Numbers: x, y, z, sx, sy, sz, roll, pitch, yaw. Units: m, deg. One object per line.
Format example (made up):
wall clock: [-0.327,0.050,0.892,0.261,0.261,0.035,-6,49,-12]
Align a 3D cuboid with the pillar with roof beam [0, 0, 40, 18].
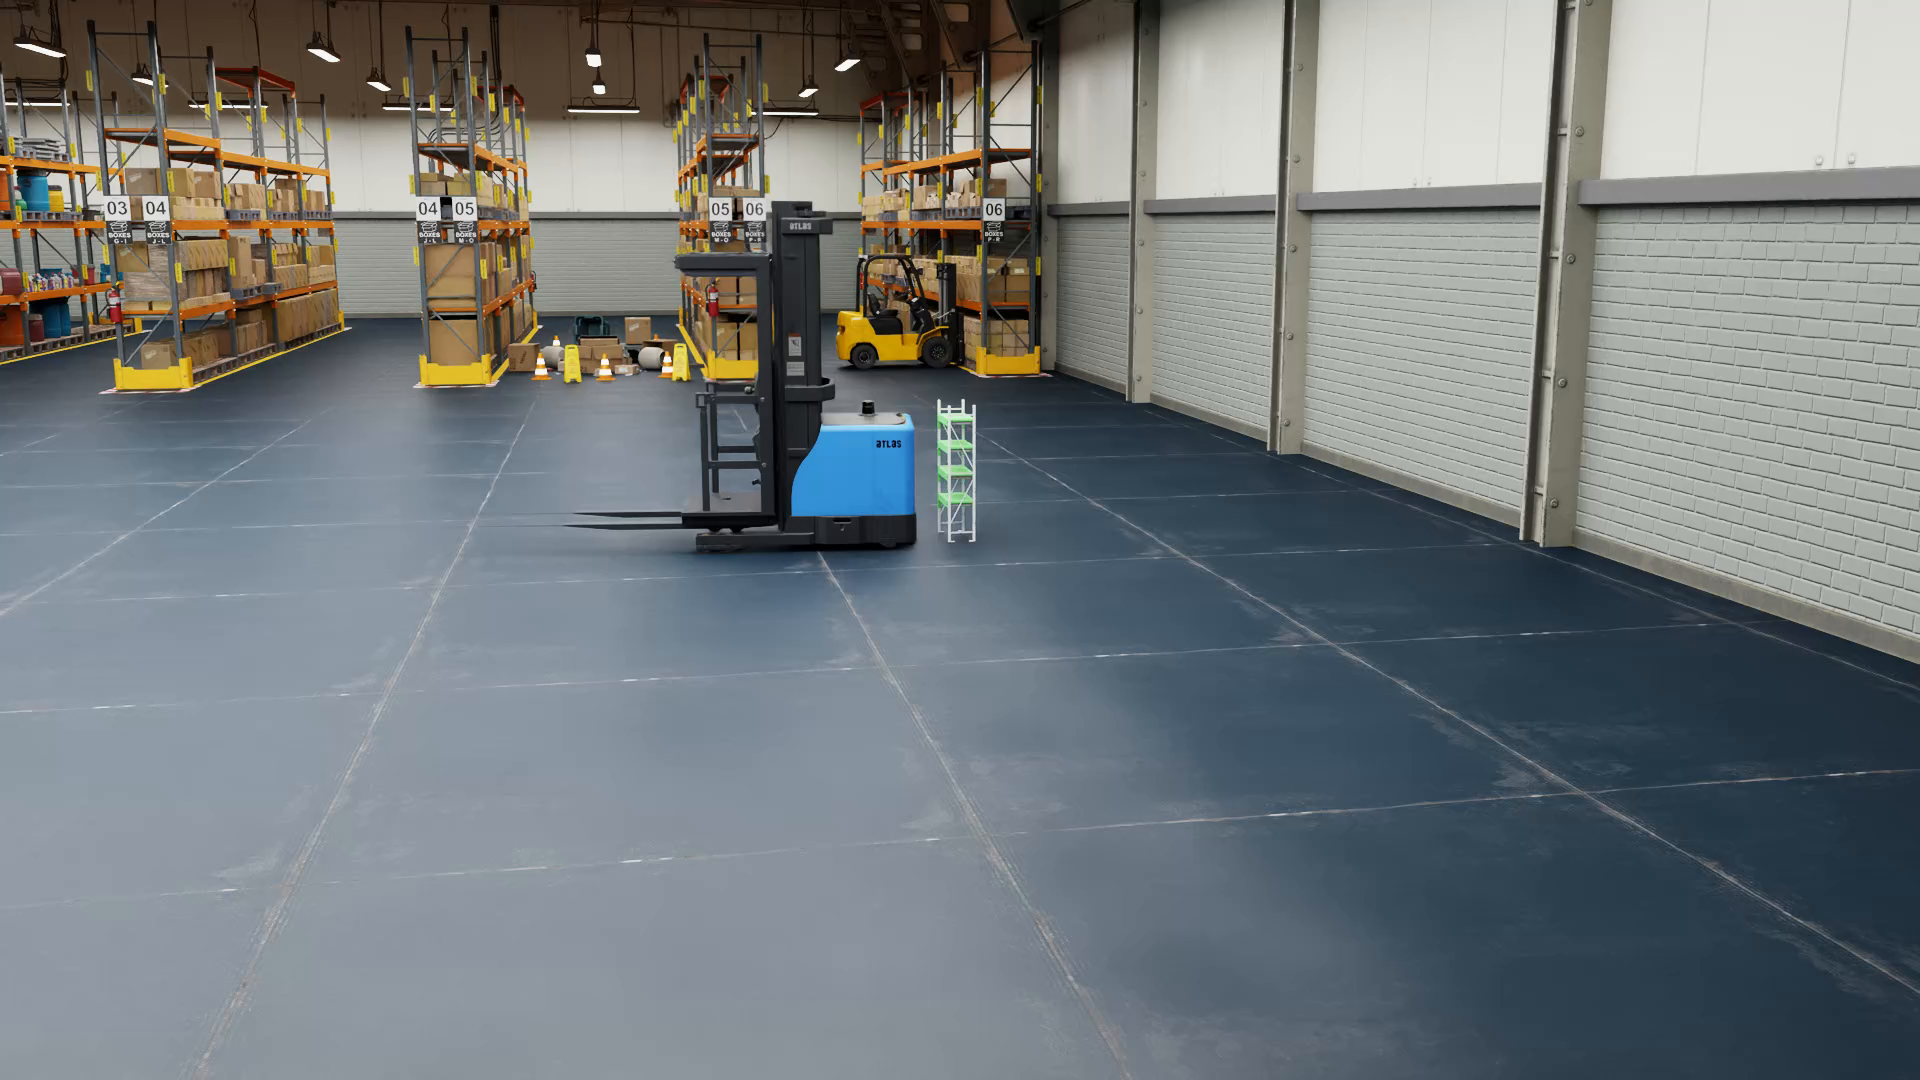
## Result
pillar with roof beam: [-28.530,-10.014,43.241,9.100,9.000,0.548,-2,11,-11]

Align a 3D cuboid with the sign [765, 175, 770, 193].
sign: [-3.438,-6.335,29.599,0.100,0.325,0.005,-2,11,-11]

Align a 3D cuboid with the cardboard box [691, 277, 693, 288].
cardboard box: [-5.879,-5.890,38.018,0.500,0.250,0.500,-3,11,-13]

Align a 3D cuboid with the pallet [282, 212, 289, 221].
pallet: [-15.644,-7.221,37.098,1.003,0.211,1.213,-2,11,-8]

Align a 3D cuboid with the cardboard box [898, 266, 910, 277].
cardboard box: [-1.181,-6.375,39.448,0.500,0.250,0.500,-3,11,-14]

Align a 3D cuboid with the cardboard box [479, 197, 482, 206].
cardboard box: [-8.657,-5.987,29.388,0.380,0.149,0.250,-2,11,-11]

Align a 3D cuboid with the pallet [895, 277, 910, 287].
pallet: [-0.859,-6.089,39.176,1.213,0.211,1.003,-2,11,-11]

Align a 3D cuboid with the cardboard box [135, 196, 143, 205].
cardboard box: [-13.987,-5.740,28.142,0.380,0.149,0.250,-2,11,-13]

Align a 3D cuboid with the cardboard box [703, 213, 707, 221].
cardboard box: [-4.656,-6.098,31.363,0.380,0.149,0.250,-2,11,-12]

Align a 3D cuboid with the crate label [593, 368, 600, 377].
crate label: [-6.556,-3.078,30.499,0.250,0.136,0.298,-9,14,-40]

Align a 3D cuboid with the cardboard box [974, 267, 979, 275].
cardboard box: [0.477,-5.061,31.261,0.380,0.149,0.250,-2,11,-10]

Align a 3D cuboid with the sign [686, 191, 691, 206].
sign: [-6.072,-7.628,37.132,0.100,0.325,0.005,-2,11,-11]

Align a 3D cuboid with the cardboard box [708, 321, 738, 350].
cardboard box: [-4.382,-3.774,30.728,0.500,0.500,0.500,-2,11,-11]

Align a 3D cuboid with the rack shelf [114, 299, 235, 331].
rack shelf: [-14.080,-4.066,29.959,1.077,0.370,4.000,-2,11,-11]

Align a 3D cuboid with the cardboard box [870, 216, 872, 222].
cardboard box: [-2.177,-8.527,44.123,0.380,0.149,0.250,-2,11,-11]

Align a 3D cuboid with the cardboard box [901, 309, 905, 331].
cardboard box: [-1.142,-5.297,40.067,0.500,0.500,0.500,-2,11,-9]

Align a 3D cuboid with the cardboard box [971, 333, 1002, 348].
cardboard box: [0.497,-3.773,31.390,0.500,0.250,0.500,-2,11,-12]

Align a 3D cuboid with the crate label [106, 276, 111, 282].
crate label: [-21.205,-6.460,41.158,0.396,0.136,0.243,-2,11,-11]

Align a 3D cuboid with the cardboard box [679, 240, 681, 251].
cardboard box: [-7.268,-7.789,44.656,0.500,0.500,0.500,-2,11,-12]

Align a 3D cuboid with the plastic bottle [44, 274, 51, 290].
plastic bottle: [-20.169,-5.690,36.701,0.144,0.351,0.185,-2,11,-11]

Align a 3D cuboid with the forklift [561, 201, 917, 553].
forklift: [-1.913,-1.428,14.362,3.031,2.935,1.130,-1,11,-4]

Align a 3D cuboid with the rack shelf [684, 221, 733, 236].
rack shelf: [-5.915,-7.367,39.281,1.077,0.370,4.000,-2,11,-11]

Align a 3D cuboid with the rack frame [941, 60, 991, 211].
rack frame: [0.120,-8.275,34.103,1.000,3.000,0.127,-2,11,-11]

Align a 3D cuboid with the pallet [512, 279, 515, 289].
pallet: [-10.605,-5.714,37.208,1.213,0.211,1.003,-2,11,-11]

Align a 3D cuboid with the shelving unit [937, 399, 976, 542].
shelving unit: [-0.032,-0.620,14.744,0.258,1.200,0.503,-2,11,-11]

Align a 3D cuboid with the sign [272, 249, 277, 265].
sign: [-14.716,-6.071,35.685,0.100,0.325,0.005,-2,11,-11]

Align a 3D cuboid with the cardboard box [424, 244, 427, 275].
cardboard box: [-9.038,-4.985,29.577,0.875,0.550,0.550,-2,11,-11]

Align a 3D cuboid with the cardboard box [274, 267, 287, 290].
cardboard box: [-15.177,-5.762,36.681,0.500,0.500,0.500,-2,11,-13]

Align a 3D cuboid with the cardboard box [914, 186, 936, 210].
cardboard box: [-0.756,-7.697,37.436,0.500,0.500,0.500,-2,11,-11]

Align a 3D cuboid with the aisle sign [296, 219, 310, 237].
aisle sign: [-17.111,-8.266,43.151,0.394,0.787,0.004,-2,11,-11]

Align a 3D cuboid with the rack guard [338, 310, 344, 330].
rack guard: [-16.807,-5.763,43.639,1.175,0.500,0.348,-2,11,-11]

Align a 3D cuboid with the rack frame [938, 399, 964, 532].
rack frame: [-0.080,-0.665,14.979,0.240,1.200,0.015,-2,11,-11]

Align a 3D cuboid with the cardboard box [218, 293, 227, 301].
cardboard box: [-14.099,-4.588,31.449,0.380,0.149,0.250,-2,11,-11]

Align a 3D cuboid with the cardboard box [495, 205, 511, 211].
cardboard box: [-10.212,-7.318,36.835,0.500,0.500,0.500,-2,11,-11]

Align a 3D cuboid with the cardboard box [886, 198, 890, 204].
cardboard box: [-1.603,-8.335,40.929,0.380,0.149,0.250,-2,11,-12]

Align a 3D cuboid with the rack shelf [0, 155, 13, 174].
rack shelf: [-19.716,-7.370,32.343,1.077,0.370,4.000,-2,11,-11]

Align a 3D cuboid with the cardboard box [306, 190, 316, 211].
cardboard box: [-16.299,-8.372,40.982,0.700,0.500,0.500,-2,11,-9]

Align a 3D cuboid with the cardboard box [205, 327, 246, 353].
cardboard box: [-14.641,-3.976,33.070,0.700,0.500,0.500,-2,11,-11]

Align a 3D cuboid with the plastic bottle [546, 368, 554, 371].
plastic bottle: [-7.838,-3.226,31.481,0.283,0.061,0.133,-6,13,-31]

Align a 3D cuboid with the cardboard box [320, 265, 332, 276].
cardboard box: [-16.350,-6.887,42.463,0.500,0.250,0.500,-2,11,-12]

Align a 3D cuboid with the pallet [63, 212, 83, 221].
pallet: [-20.635,-7.314,37.582,1.213,0.211,1.003,-2,11,-11]

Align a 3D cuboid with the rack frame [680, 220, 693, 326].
rack frame: [-7.082,-7.347,45.275,1.000,3.000,0.127,-2,11,-11]

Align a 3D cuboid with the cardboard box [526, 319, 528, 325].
cardboard box: [-11.188,-5.536,42.260,0.380,0.149,0.250,-2,11,-13]

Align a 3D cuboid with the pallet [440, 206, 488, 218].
pallet: [-9.201,-6.004,30.433,1.003,0.211,1.213,-2,11,-11]

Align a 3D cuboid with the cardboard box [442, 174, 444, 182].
cardboard box: [-9.353,-6.401,29.431,0.380,0.149,0.250,-2,11,-10]

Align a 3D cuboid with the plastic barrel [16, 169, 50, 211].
plastic barrel: [-20.401,-7.692,36.599,0.600,0.901,0.708,-2,11,-11]

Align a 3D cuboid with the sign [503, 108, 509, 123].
sign: [-9.818,-9.186,35.970,0.100,0.325,0.005,-2,11,-11]

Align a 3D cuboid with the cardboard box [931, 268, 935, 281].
cardboard box: [-0.333,-5.674,35.550,0.500,0.250,0.500,-2,11,-12]

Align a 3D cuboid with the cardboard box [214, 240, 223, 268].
cardboard box: [-14.013,-5.308,30.826,0.500,0.500,0.500,-2,11,-11]
